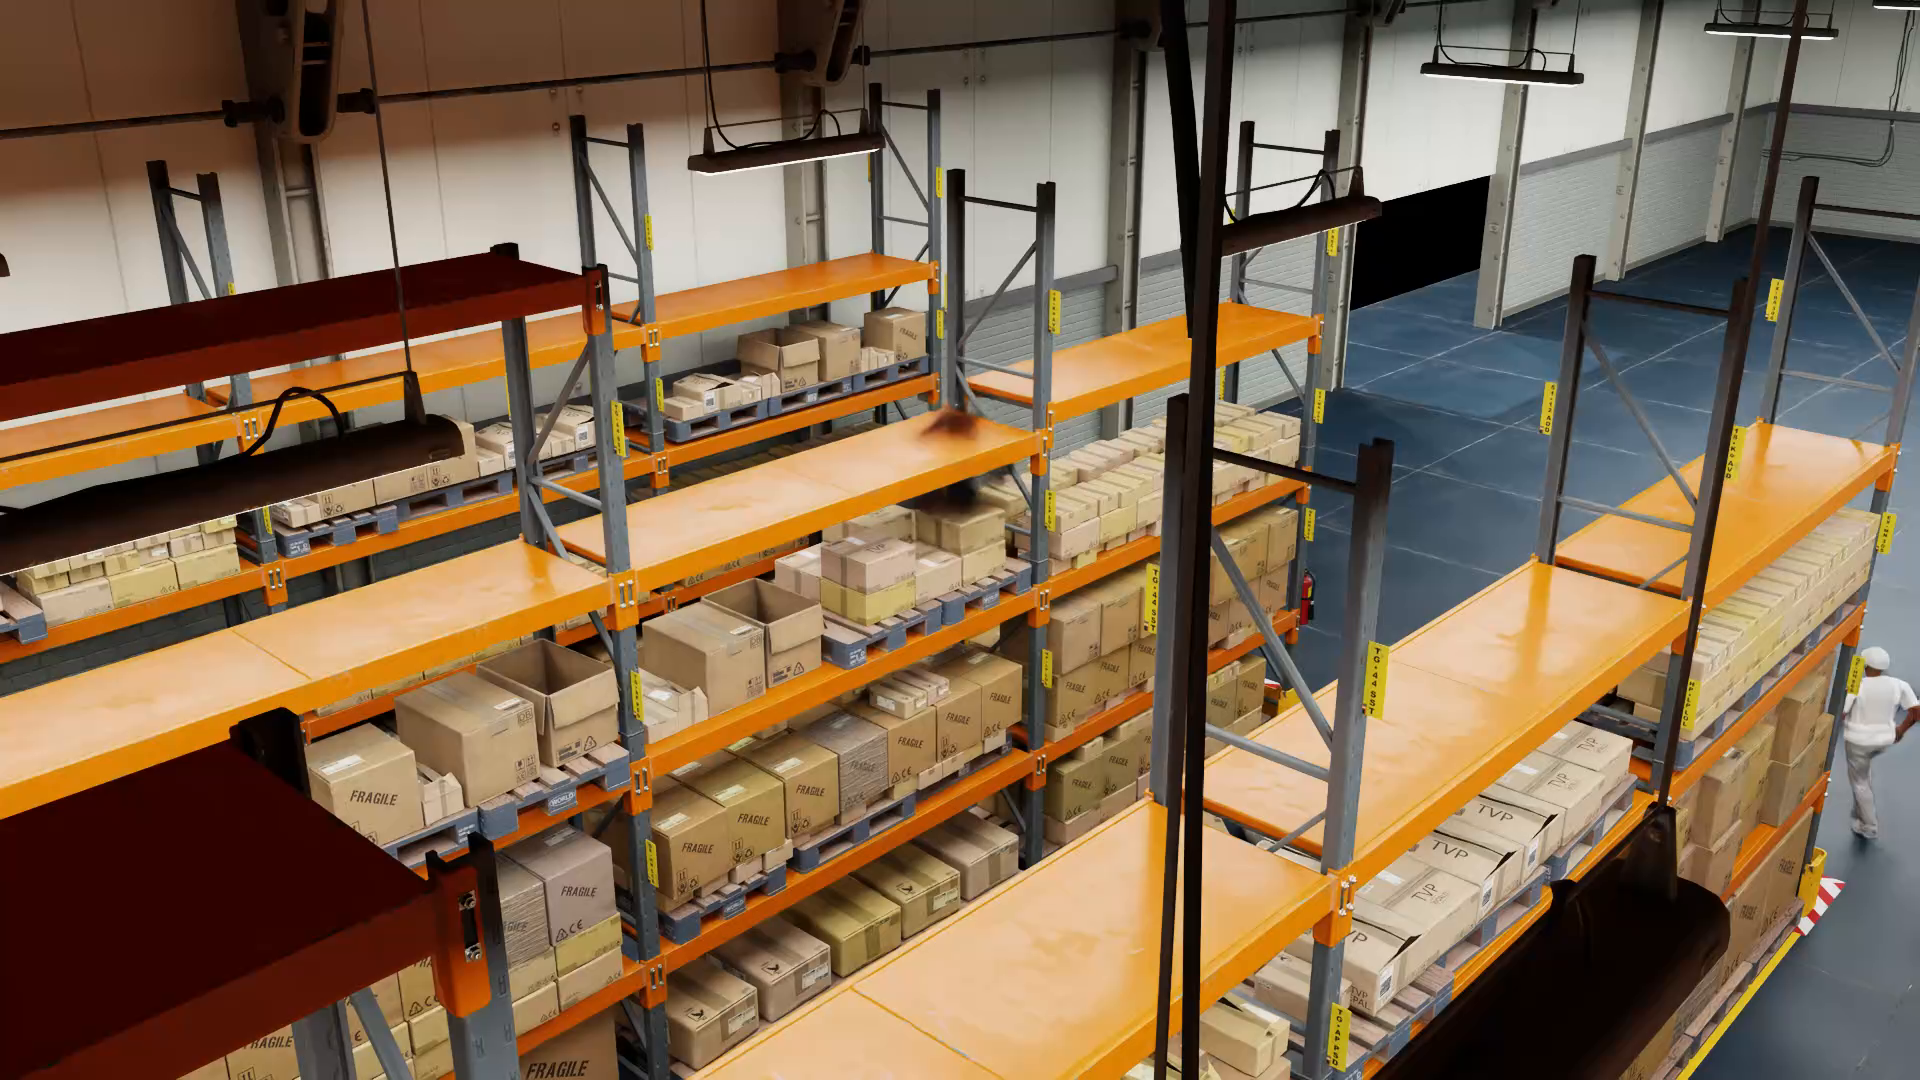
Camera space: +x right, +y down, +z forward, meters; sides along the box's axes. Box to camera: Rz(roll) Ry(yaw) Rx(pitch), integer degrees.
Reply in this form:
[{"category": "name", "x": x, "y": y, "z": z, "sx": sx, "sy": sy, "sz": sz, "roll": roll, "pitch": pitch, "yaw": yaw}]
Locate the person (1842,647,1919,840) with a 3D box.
[{"category": "person", "x": 8.155, "y": 1.809, "z": 14.993, "sx": 0.623, "sy": 1.778, "sz": 0.821, "roll": -1, "pitch": 21, "yaw": -3}]
